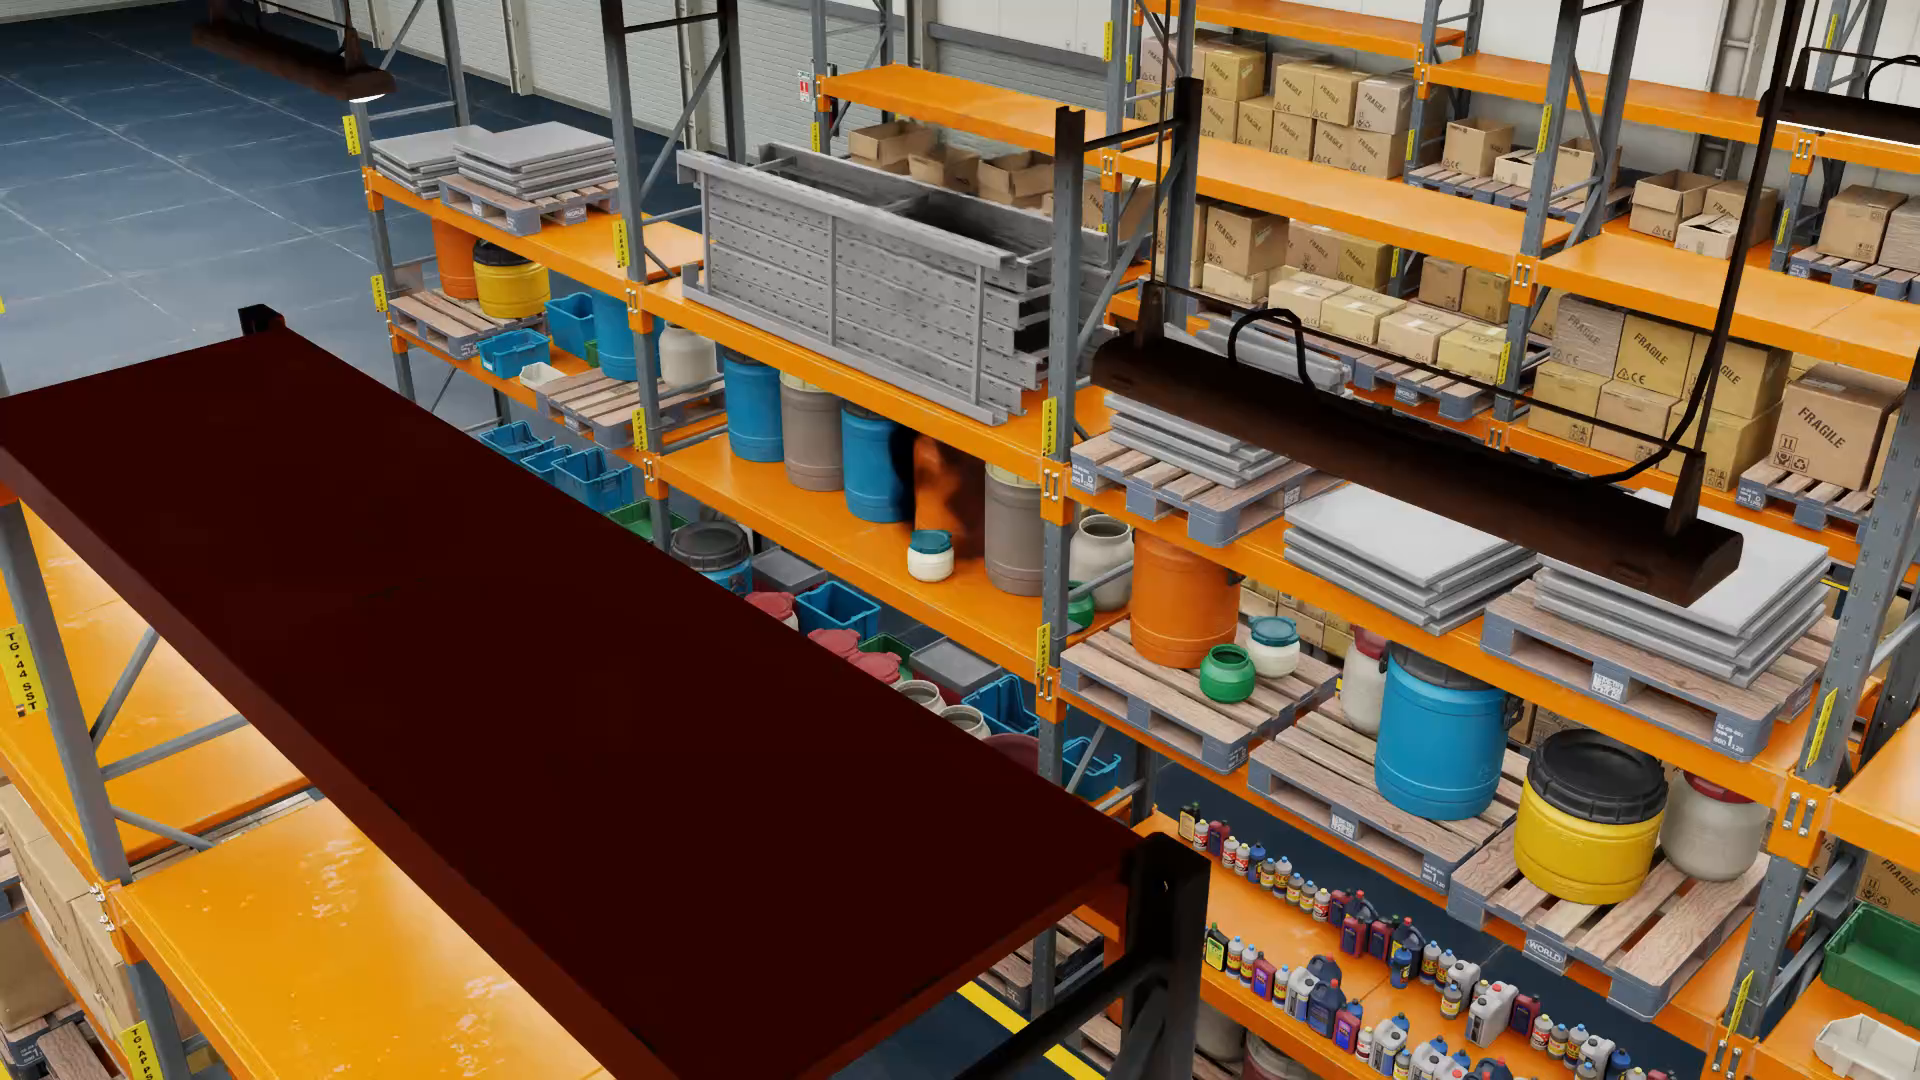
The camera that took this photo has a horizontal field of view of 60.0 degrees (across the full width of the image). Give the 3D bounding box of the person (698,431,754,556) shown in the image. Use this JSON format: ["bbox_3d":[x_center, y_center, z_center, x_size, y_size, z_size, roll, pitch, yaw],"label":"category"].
[{"bbox_3d":[-2.277,-0.485,15.823,1.010,1.747,0.665,21,35,34],"label":"person"}]
